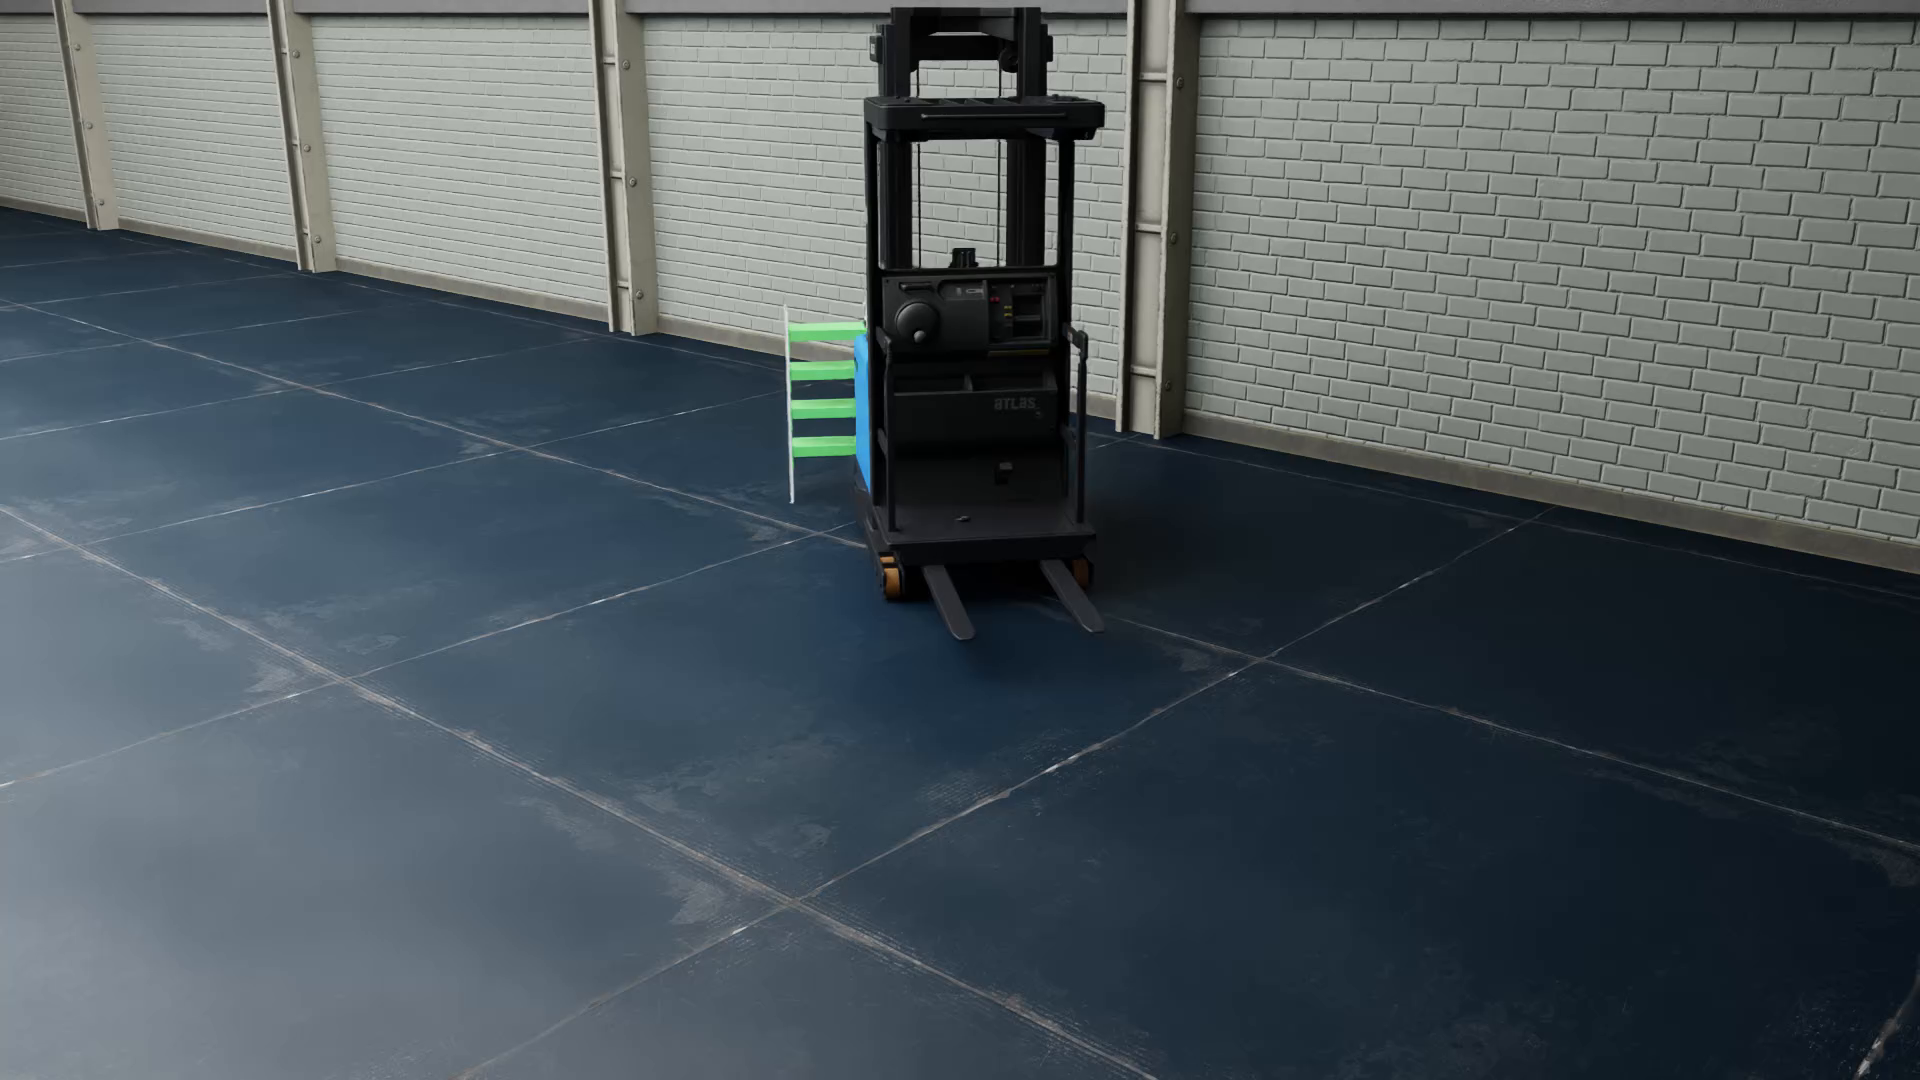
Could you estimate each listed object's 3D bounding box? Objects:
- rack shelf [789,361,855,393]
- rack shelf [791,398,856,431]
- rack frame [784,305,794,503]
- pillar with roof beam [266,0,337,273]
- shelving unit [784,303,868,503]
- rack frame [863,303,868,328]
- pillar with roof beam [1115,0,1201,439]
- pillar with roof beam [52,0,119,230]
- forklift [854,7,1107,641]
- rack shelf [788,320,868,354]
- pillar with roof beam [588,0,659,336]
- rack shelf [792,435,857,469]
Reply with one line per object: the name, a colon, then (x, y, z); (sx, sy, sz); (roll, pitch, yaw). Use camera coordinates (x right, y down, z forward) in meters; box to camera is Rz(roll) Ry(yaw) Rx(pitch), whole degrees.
rack shelf: (-0.814, -1.014, 10.240); (0.480, 0.148, 0.258); (-2, 18, -8)
rack shelf: (-0.814, -0.785, 10.313); (0.480, 0.148, 0.258); (-2, 18, -8)
rack frame: (-1.055, -0.835, 10.261); (0.015, 1.200, 0.240); (-2, 18, -8)
pillar with roof beam: (-10.454, -6.515, 15.265); (0.400, 9.000, 9.100); (15, 23, 39)
shelving unit: (-0.814, -0.846, 10.294); (0.503, 1.200, 0.258); (-2, 18, -8)
rack frame: (-0.572, -0.856, 10.327); (0.015, 1.200, 0.240); (-2, 18, -8)
pillar with roof beam: (-1.479, -4.106, 7.673); (0.400, 9.000, 9.100); (15, 23, 39)
pillar with roof beam: (-14.942, -7.720, 19.061); (0.400, 9.000, 9.100); (15, 23, 39)
forklift: (0.092, -1.205, 8.562); (1.130, 2.935, 3.031); (-3, 18, -9)
rack shelf: (-0.814, -1.243, 10.168); (0.480, 0.148, 0.258); (-2, 18, -8)
pillar with roof beam: (-5.966, -5.311, 11.469); (0.400, 9.000, 9.100); (15, 23, 39)
rack shelf: (-0.814, -0.556, 10.386); (0.480, 0.148, 0.258); (-2, 18, -8)
